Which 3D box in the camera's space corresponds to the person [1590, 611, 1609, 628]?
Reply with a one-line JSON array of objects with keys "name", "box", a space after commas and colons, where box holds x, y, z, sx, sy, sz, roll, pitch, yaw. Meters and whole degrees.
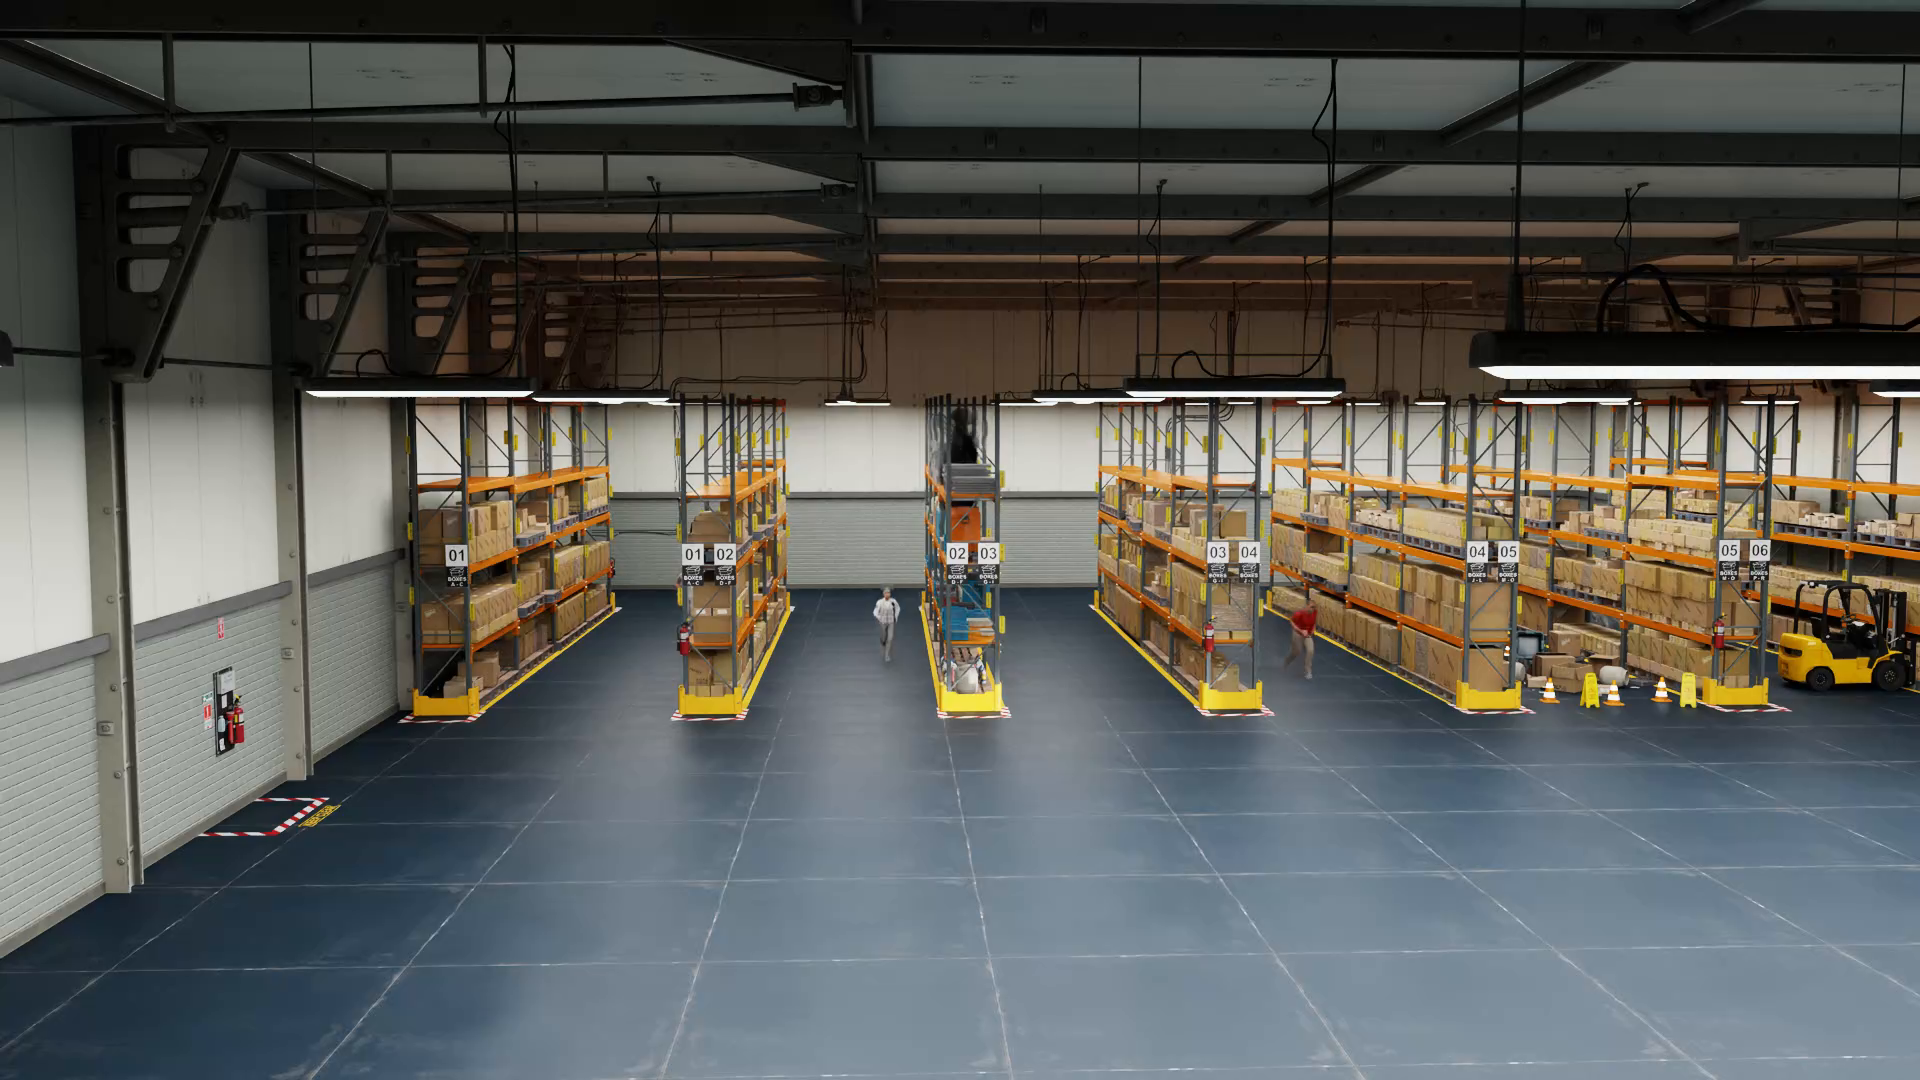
[{"name": "person", "box": [16.599, 1.480, 43.336, 0.621, 1.622, 0.760, -1, 5, -10]}]

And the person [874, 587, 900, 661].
[{"name": "person", "box": [-1.664, 1.908, 38.054, 0.627, 1.698, 0.741, -1, 5, -8]}]

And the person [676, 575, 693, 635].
[{"name": "person", "box": [-6.897, 1.484, 42.250, 0.663, 1.788, 0.902, 0, 5, -4]}]

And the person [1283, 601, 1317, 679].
[{"name": "person", "box": [7.290, 2.111, 35.667, 0.702, 1.694, 1.019, -2, 5, -26]}]
